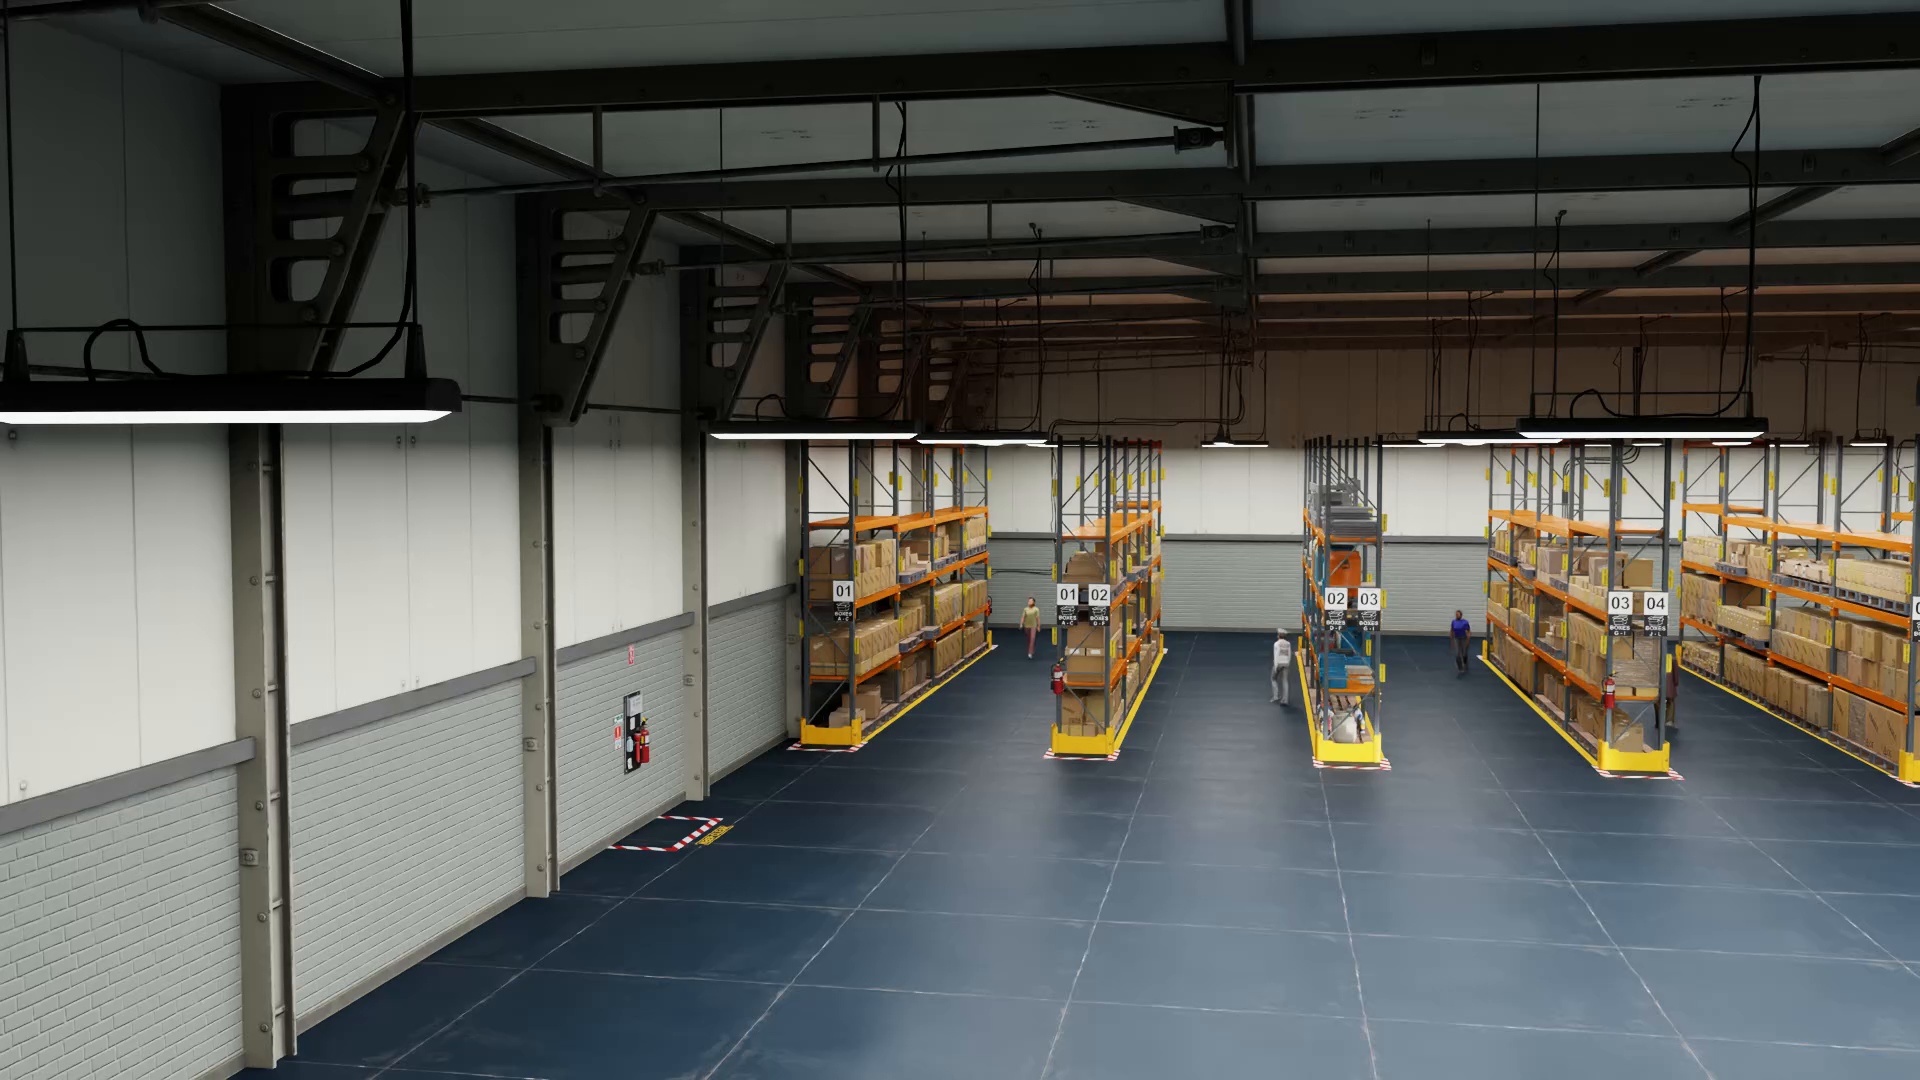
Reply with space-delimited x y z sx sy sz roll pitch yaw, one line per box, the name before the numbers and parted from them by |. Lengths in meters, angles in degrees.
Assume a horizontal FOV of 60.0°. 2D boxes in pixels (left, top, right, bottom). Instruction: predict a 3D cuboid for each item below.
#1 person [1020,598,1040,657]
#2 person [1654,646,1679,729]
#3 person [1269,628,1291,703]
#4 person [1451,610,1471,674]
person | 1.918 2.405 45.964 0.506 1.609 1.008 1 3 16
person | 14.402 2.997 34.034 0.589 1.776 0.603 1 3 13
person | 7.297 2.866 37.593 0.489 1.716 0.542 -1 3 -13
person | 12.914 2.601 42.845 0.500 1.628 0.612 1 3 26
